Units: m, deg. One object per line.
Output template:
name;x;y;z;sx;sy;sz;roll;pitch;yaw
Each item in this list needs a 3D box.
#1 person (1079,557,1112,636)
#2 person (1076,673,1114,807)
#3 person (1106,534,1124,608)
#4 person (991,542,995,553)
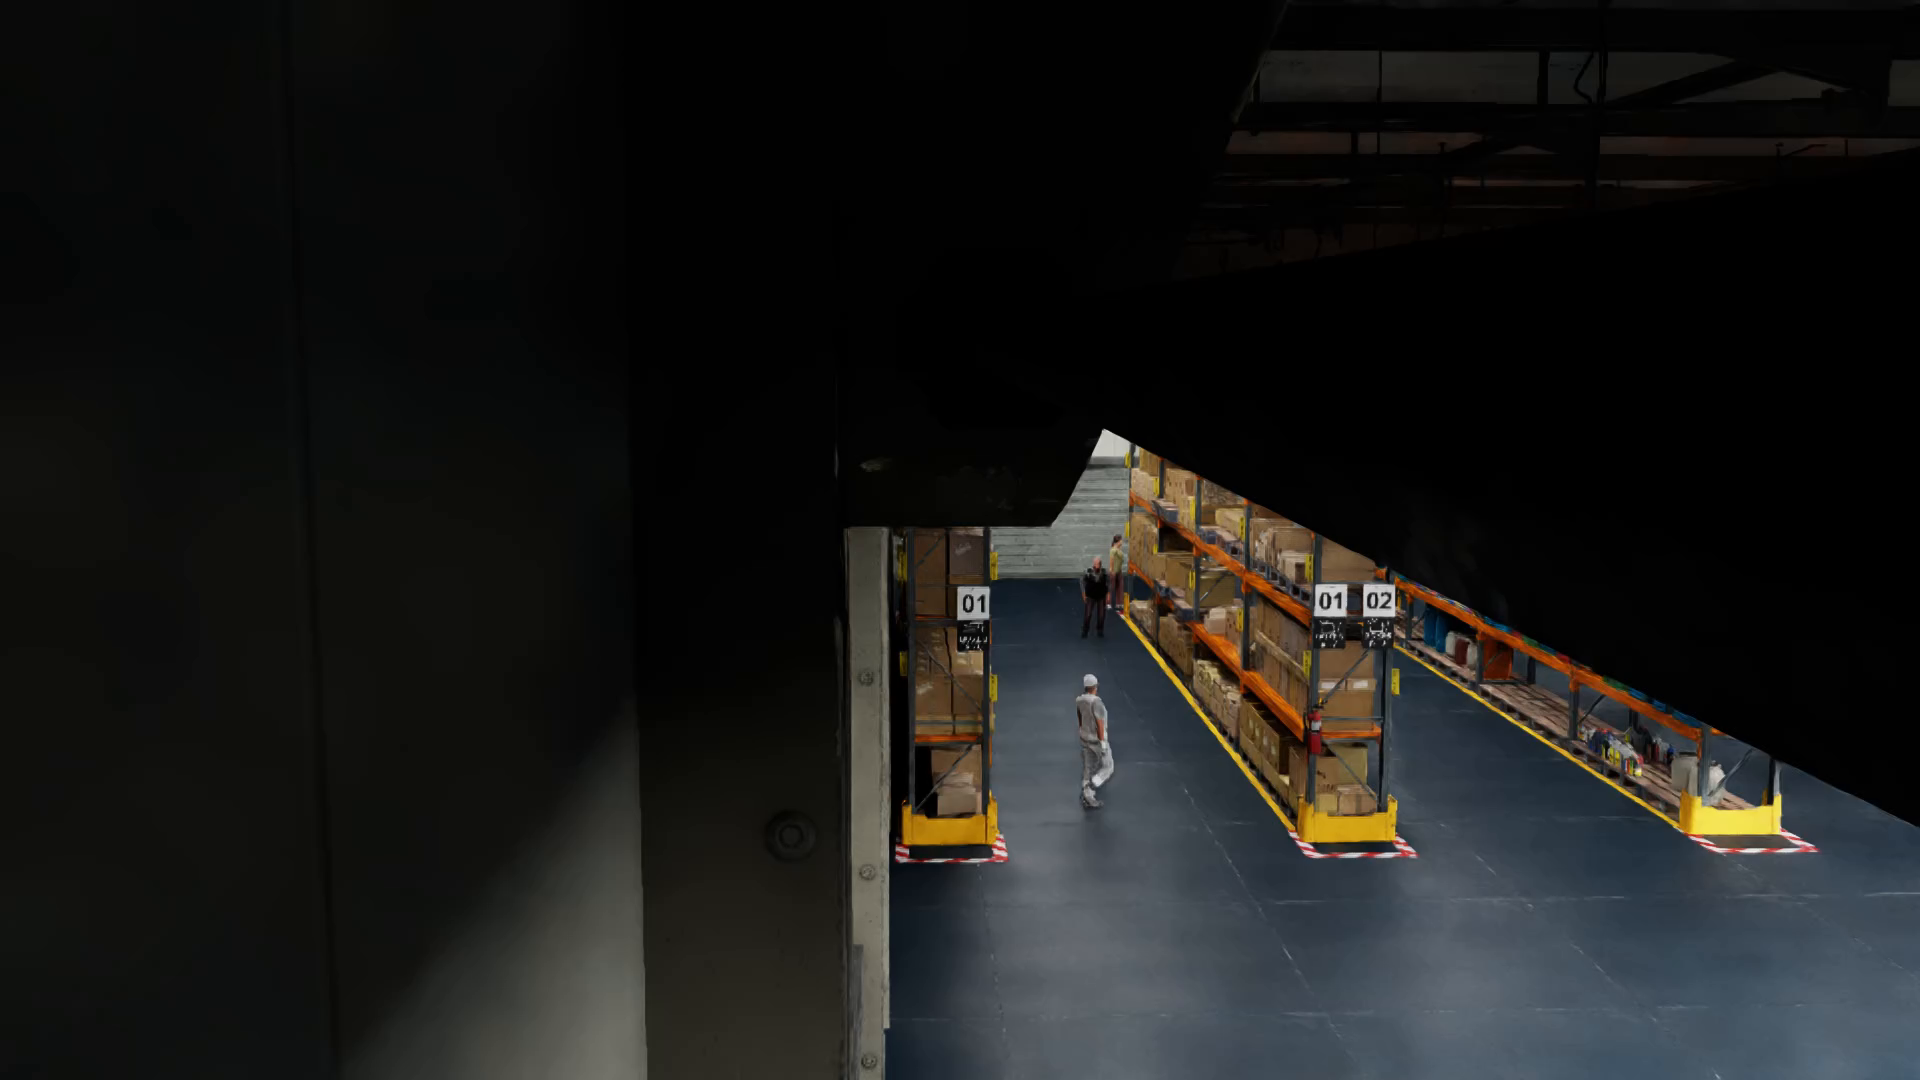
person;2.768;1.157;34.019;0.677;1.674;0.534;0;7;-4
person;1.737;2.650;21.898;0.443;1.777;0.594;-4;8;-30
person;3.517;0.707;37.475;0.513;1.677;0.478;4;8;29
person;0.521;0.563;38.886;0.580;1.605;0.507;-1;7;-5
